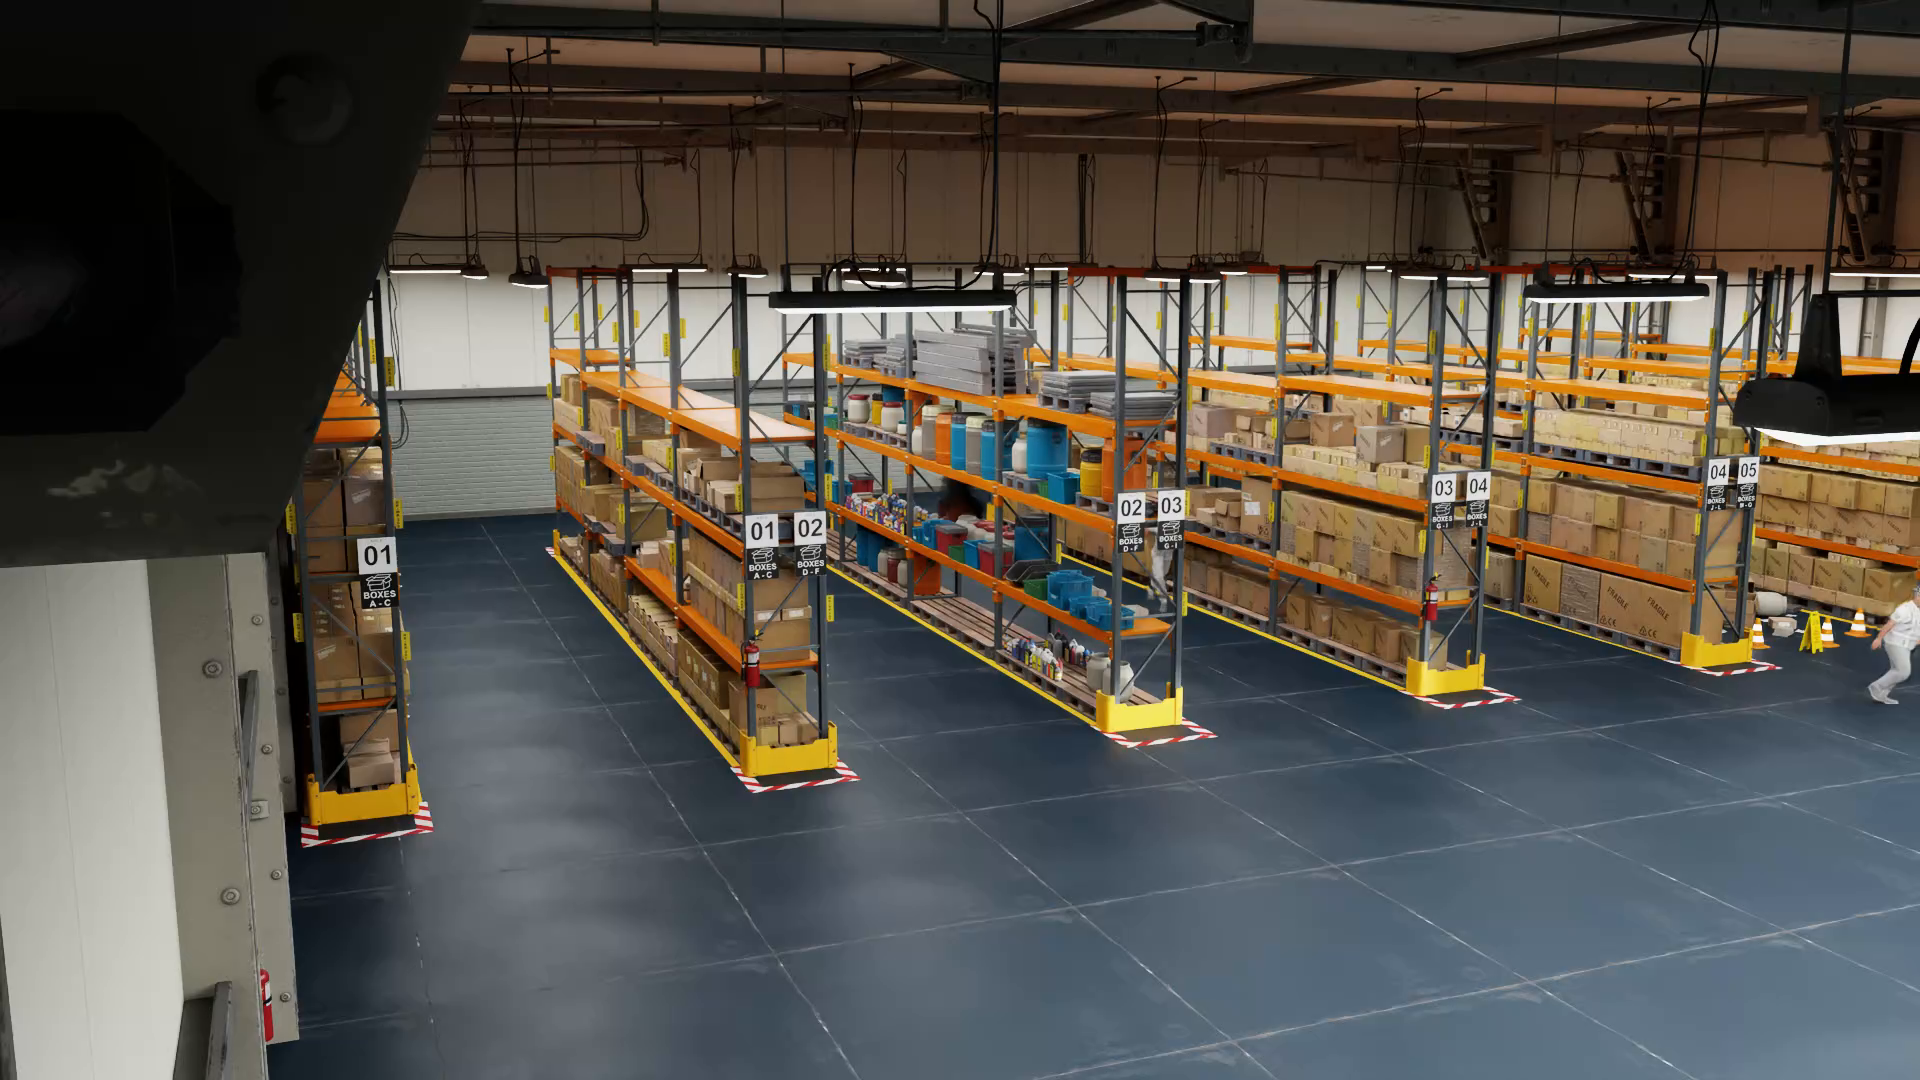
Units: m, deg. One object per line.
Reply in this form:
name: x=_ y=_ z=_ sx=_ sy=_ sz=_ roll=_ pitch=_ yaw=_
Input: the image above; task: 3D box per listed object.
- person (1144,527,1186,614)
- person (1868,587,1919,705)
person: x=3.473 y=0.405 z=28.464 sx=0.665 sy=1.631 sz=1.150 roll=-1 pitch=10 yaw=-8
person: x=13.160 y=1.482 z=23.272 sx=0.681 sy=1.692 sz=0.594 roll=-9 pitch=14 yaw=-43
